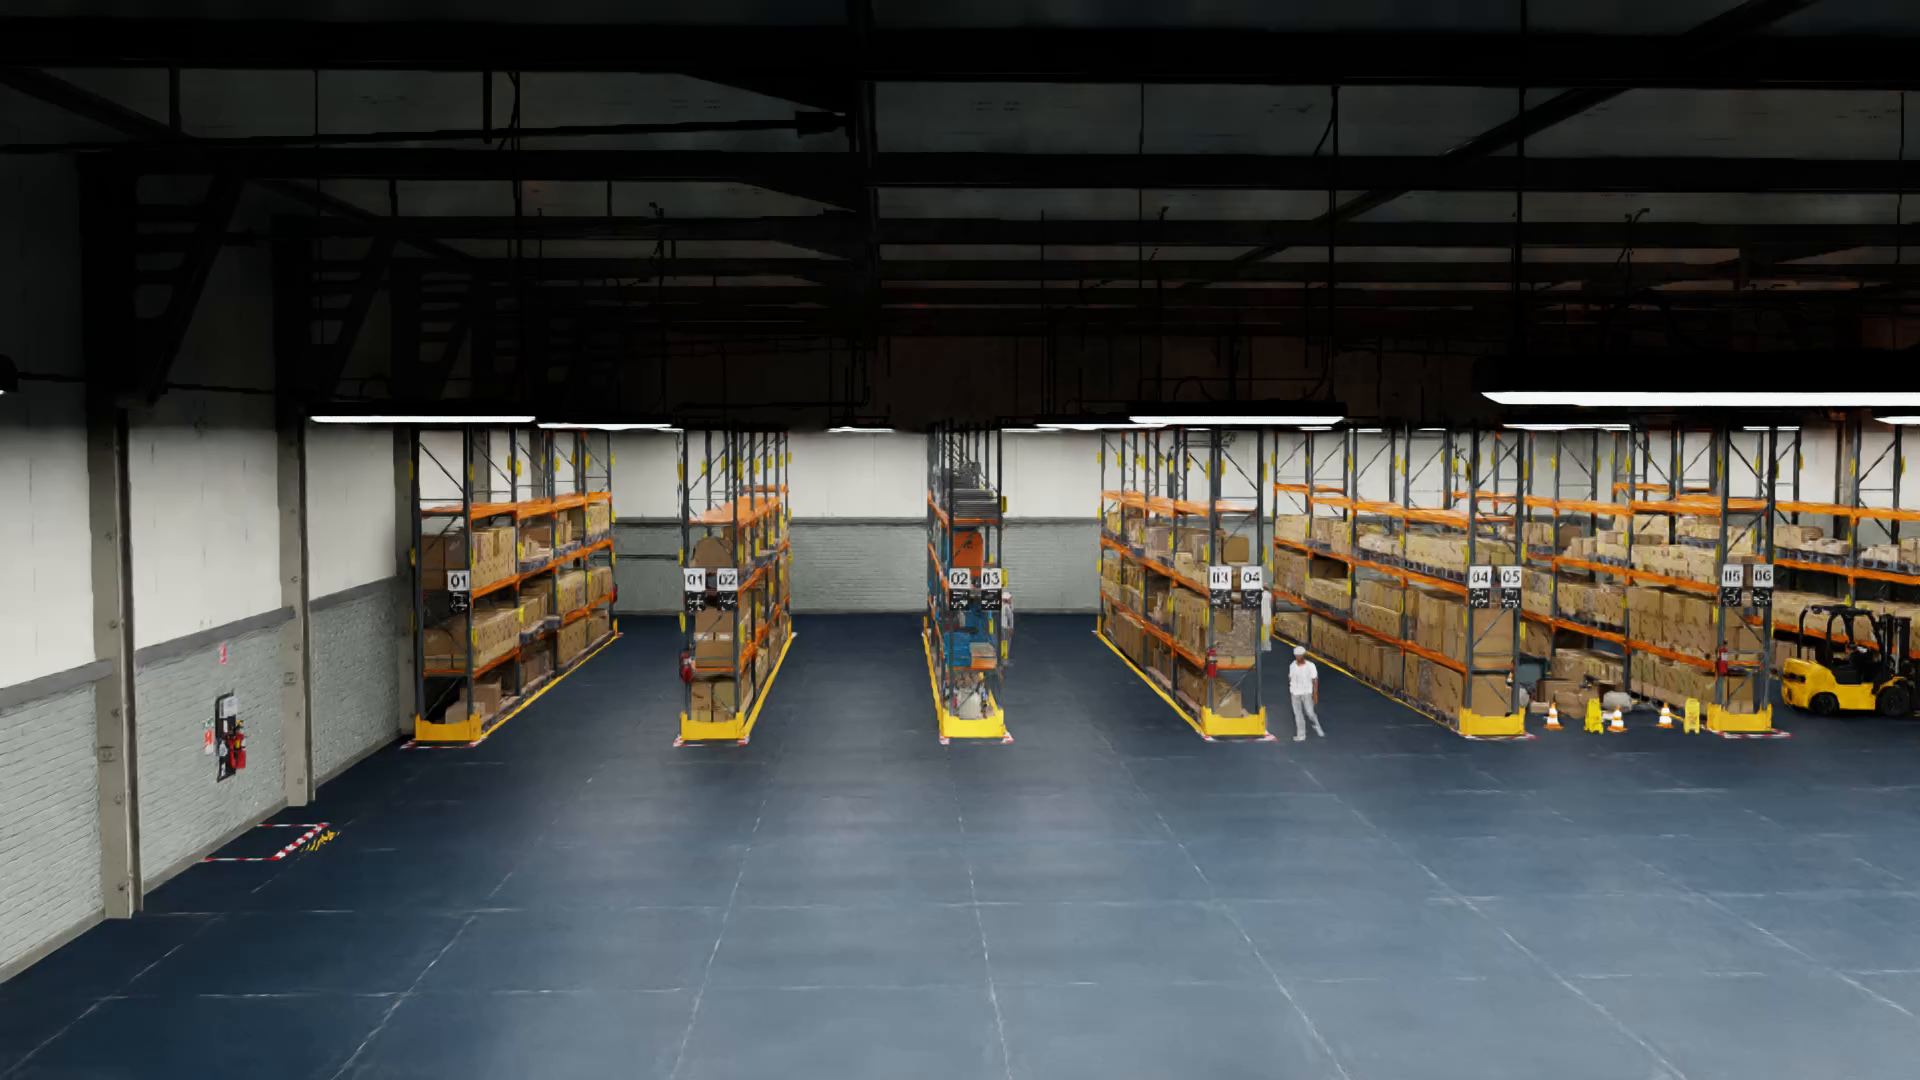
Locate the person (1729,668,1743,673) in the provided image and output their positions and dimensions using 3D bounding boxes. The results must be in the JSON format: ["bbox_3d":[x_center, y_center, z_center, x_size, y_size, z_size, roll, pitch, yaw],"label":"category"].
[{"bbox_3d":[16.492,2.622,35.461,0.470,1.652,0.523,2,4,29],"label":"person"}]

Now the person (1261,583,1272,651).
[{"bbox_3d":[7.967,2.017,43.774,0.550,1.782,0.636,2,4,28],"label":"person"}]

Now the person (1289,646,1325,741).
[{"bbox_3d":[6.447,2.847,31.112,0.634,1.747,0.569,3,5,38],"label":"person"}]

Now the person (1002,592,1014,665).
[{"bbox_3d":[1.192,2.175,41.296,0.463,1.782,0.598,-1,4,-21],"label":"person"}]

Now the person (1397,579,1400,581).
[{"bbox_3d":[12.173,1.927,46.278,0.464,1.695,0.470,1,4,10],"label":"person"}]
